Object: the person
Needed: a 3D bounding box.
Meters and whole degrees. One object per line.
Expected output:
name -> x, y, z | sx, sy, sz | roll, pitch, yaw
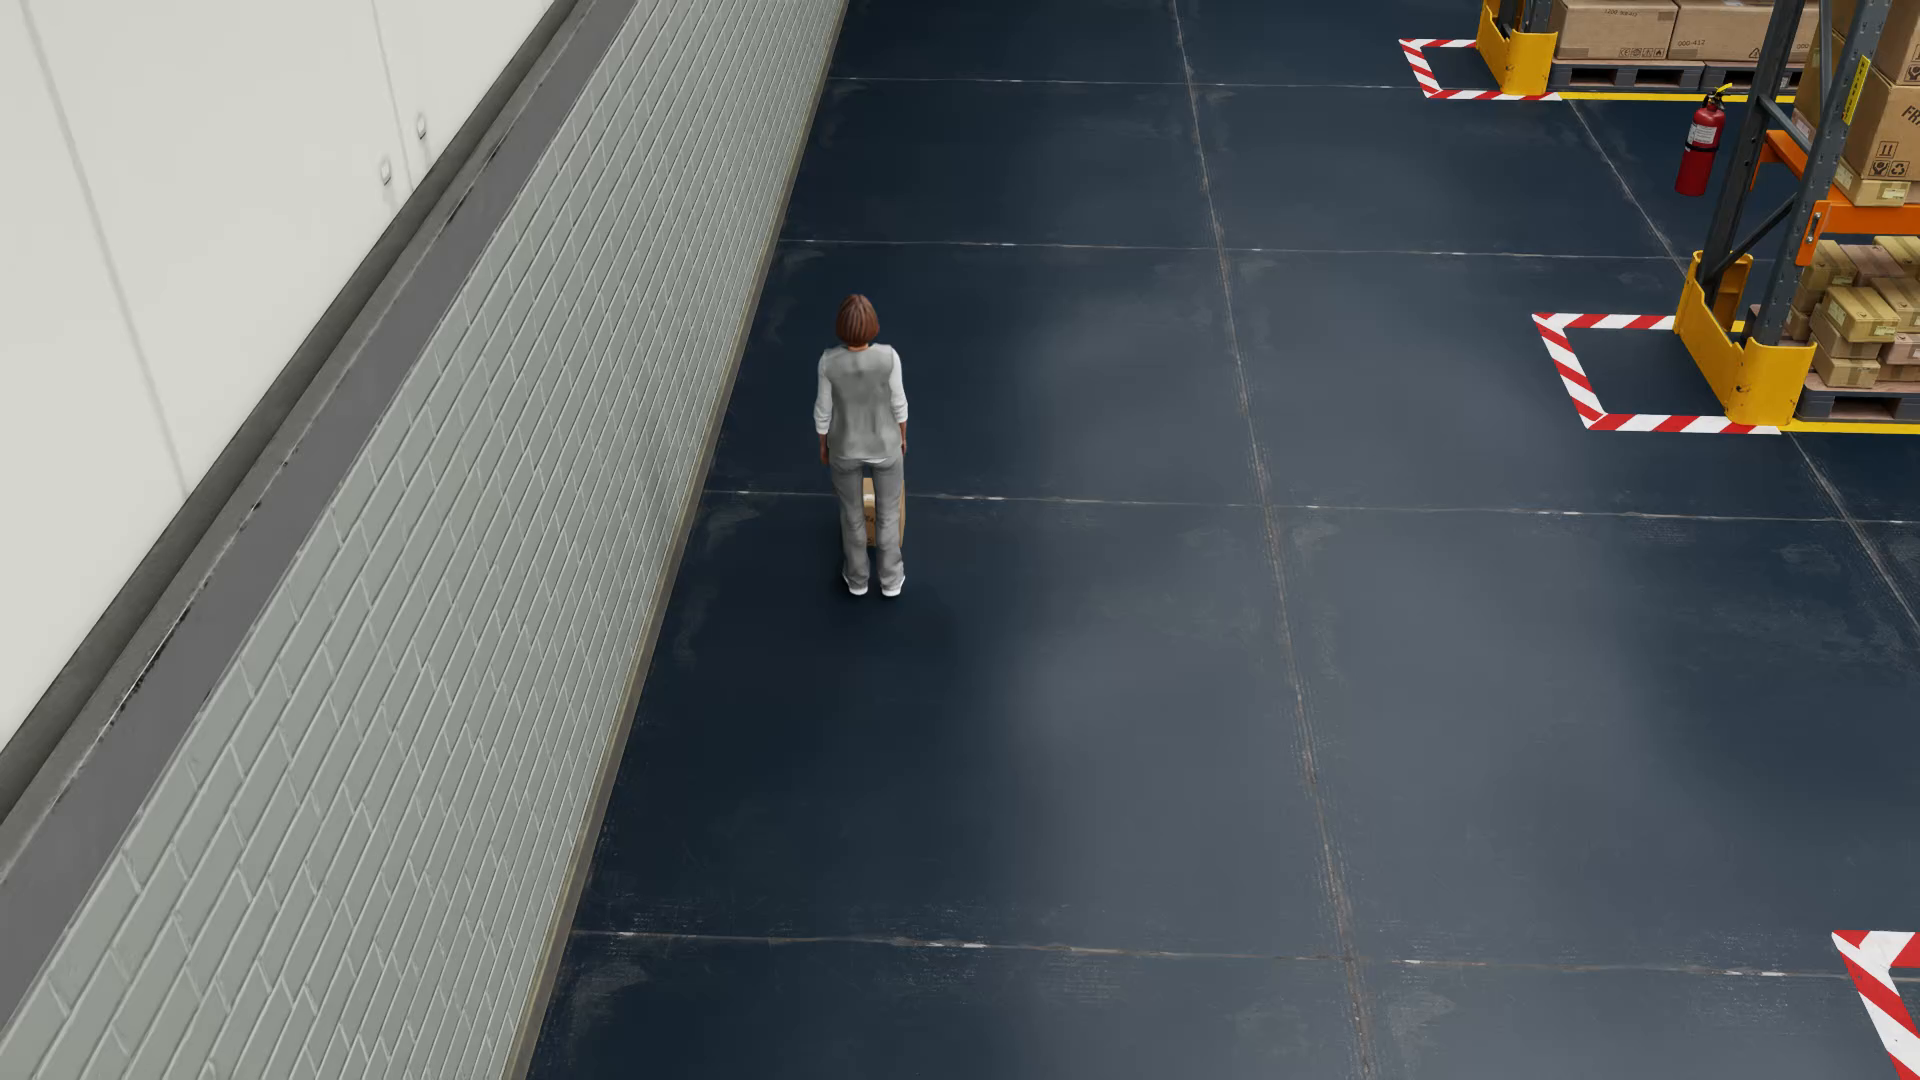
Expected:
person -> -0.452, -0.424, 7.671 | 0.425, 1.614, 0.321 | -2, 36, -3
